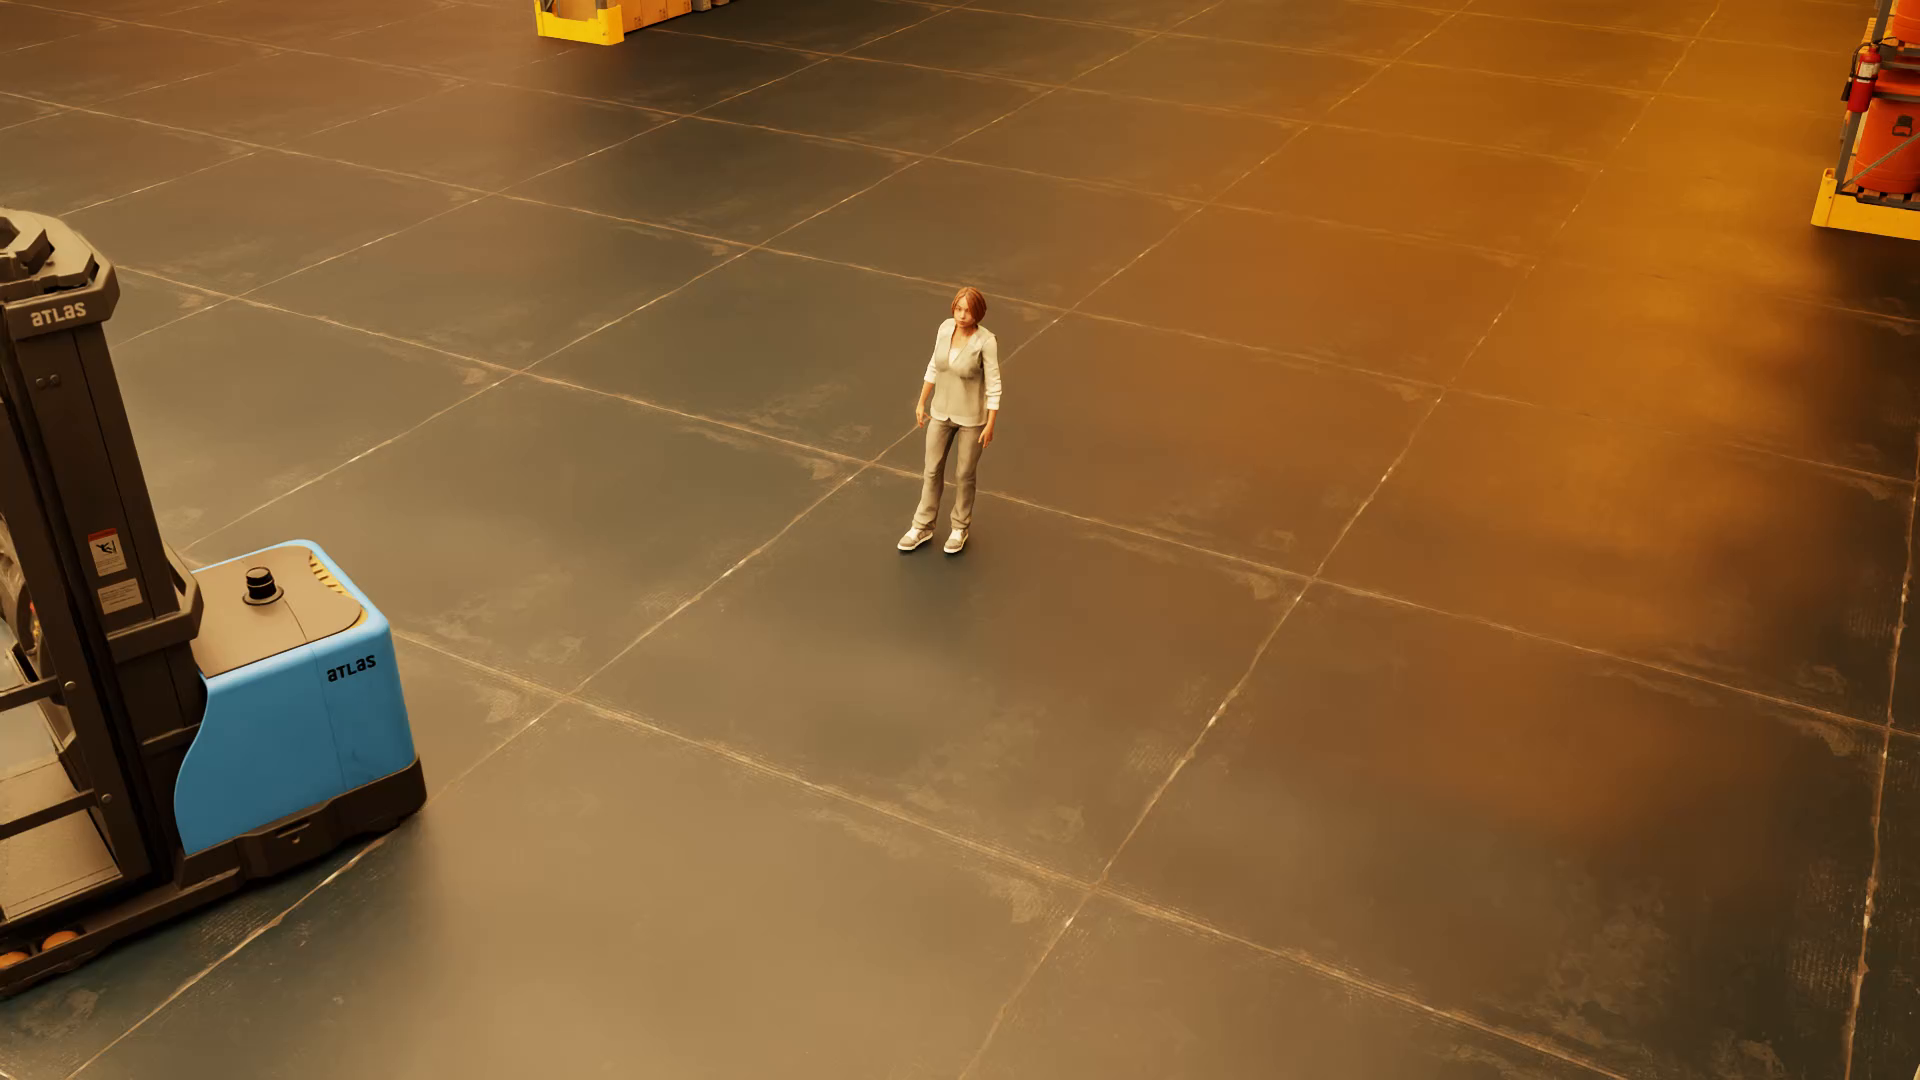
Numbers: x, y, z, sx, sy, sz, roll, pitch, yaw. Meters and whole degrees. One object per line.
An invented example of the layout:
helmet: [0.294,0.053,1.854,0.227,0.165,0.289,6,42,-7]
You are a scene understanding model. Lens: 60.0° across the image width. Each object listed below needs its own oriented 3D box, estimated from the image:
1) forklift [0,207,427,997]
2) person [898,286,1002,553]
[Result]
forklift: [-3.956,0.284,6.579,3.031,2.935,1.130,-22,36,-33]
person: [-0.048,-0.669,9.550,0.520,1.597,0.475,15,33,25]
